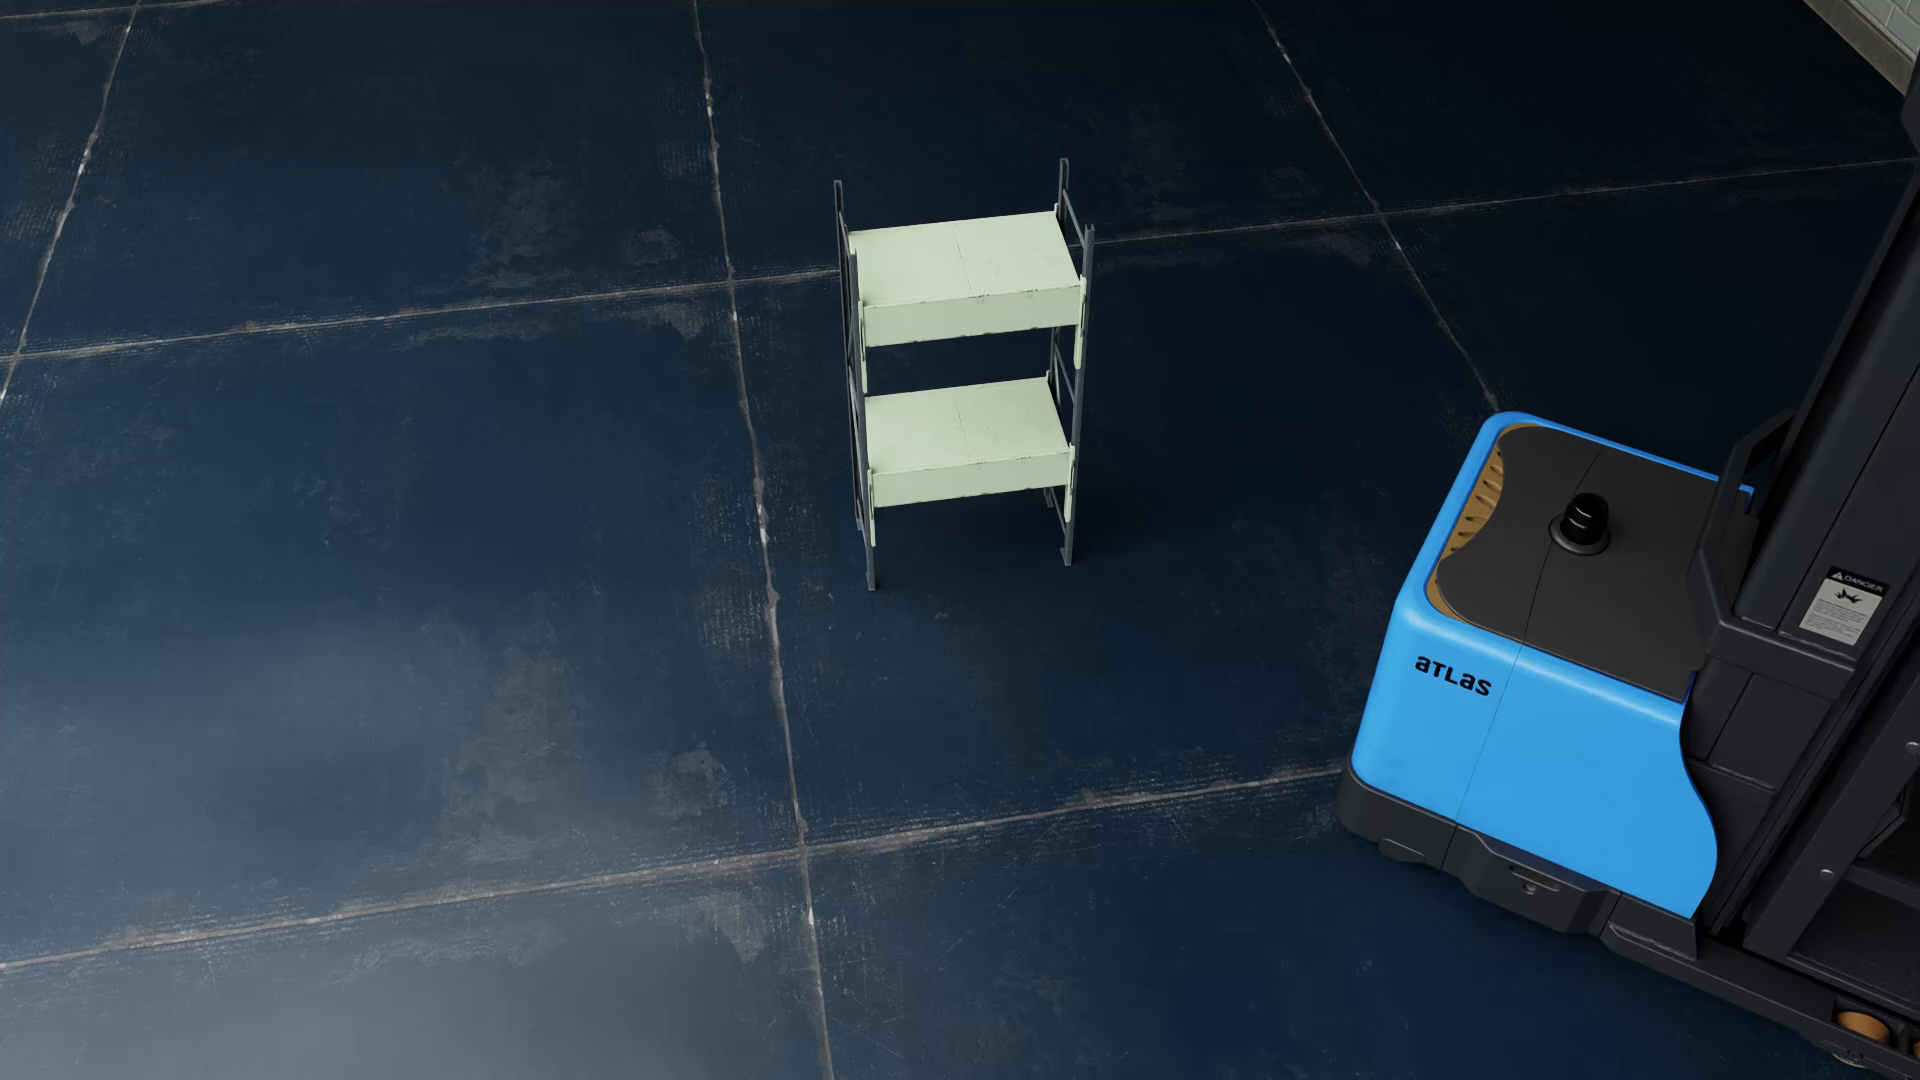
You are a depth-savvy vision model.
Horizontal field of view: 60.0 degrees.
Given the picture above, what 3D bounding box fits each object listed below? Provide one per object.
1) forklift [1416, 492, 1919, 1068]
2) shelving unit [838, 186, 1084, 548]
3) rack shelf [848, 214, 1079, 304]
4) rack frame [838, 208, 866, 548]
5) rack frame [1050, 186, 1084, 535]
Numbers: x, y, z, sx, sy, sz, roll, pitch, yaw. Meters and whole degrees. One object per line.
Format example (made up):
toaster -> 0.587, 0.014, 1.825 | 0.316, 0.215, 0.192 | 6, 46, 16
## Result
forklift -> 2.734, 0.130, 4.090 | 3.031, 2.935, 1.109 | 22, 50, 20
shelving unit -> 0.006, -0.522, 5.712 | 0.742, 1.308, 0.380 | -7, 46, -7
rack shelf -> 0.007, -0.885, 5.334 | 0.686, 0.052, 0.368 | -7, 46, -7
rack frame -> -0.354, -0.477, 5.668 | 0.010, 1.308, 0.380 | -7, 46, -7
rack frame -> 0.367, -0.567, 5.755 | 0.010, 1.308, 0.380 | -7, 46, -7
